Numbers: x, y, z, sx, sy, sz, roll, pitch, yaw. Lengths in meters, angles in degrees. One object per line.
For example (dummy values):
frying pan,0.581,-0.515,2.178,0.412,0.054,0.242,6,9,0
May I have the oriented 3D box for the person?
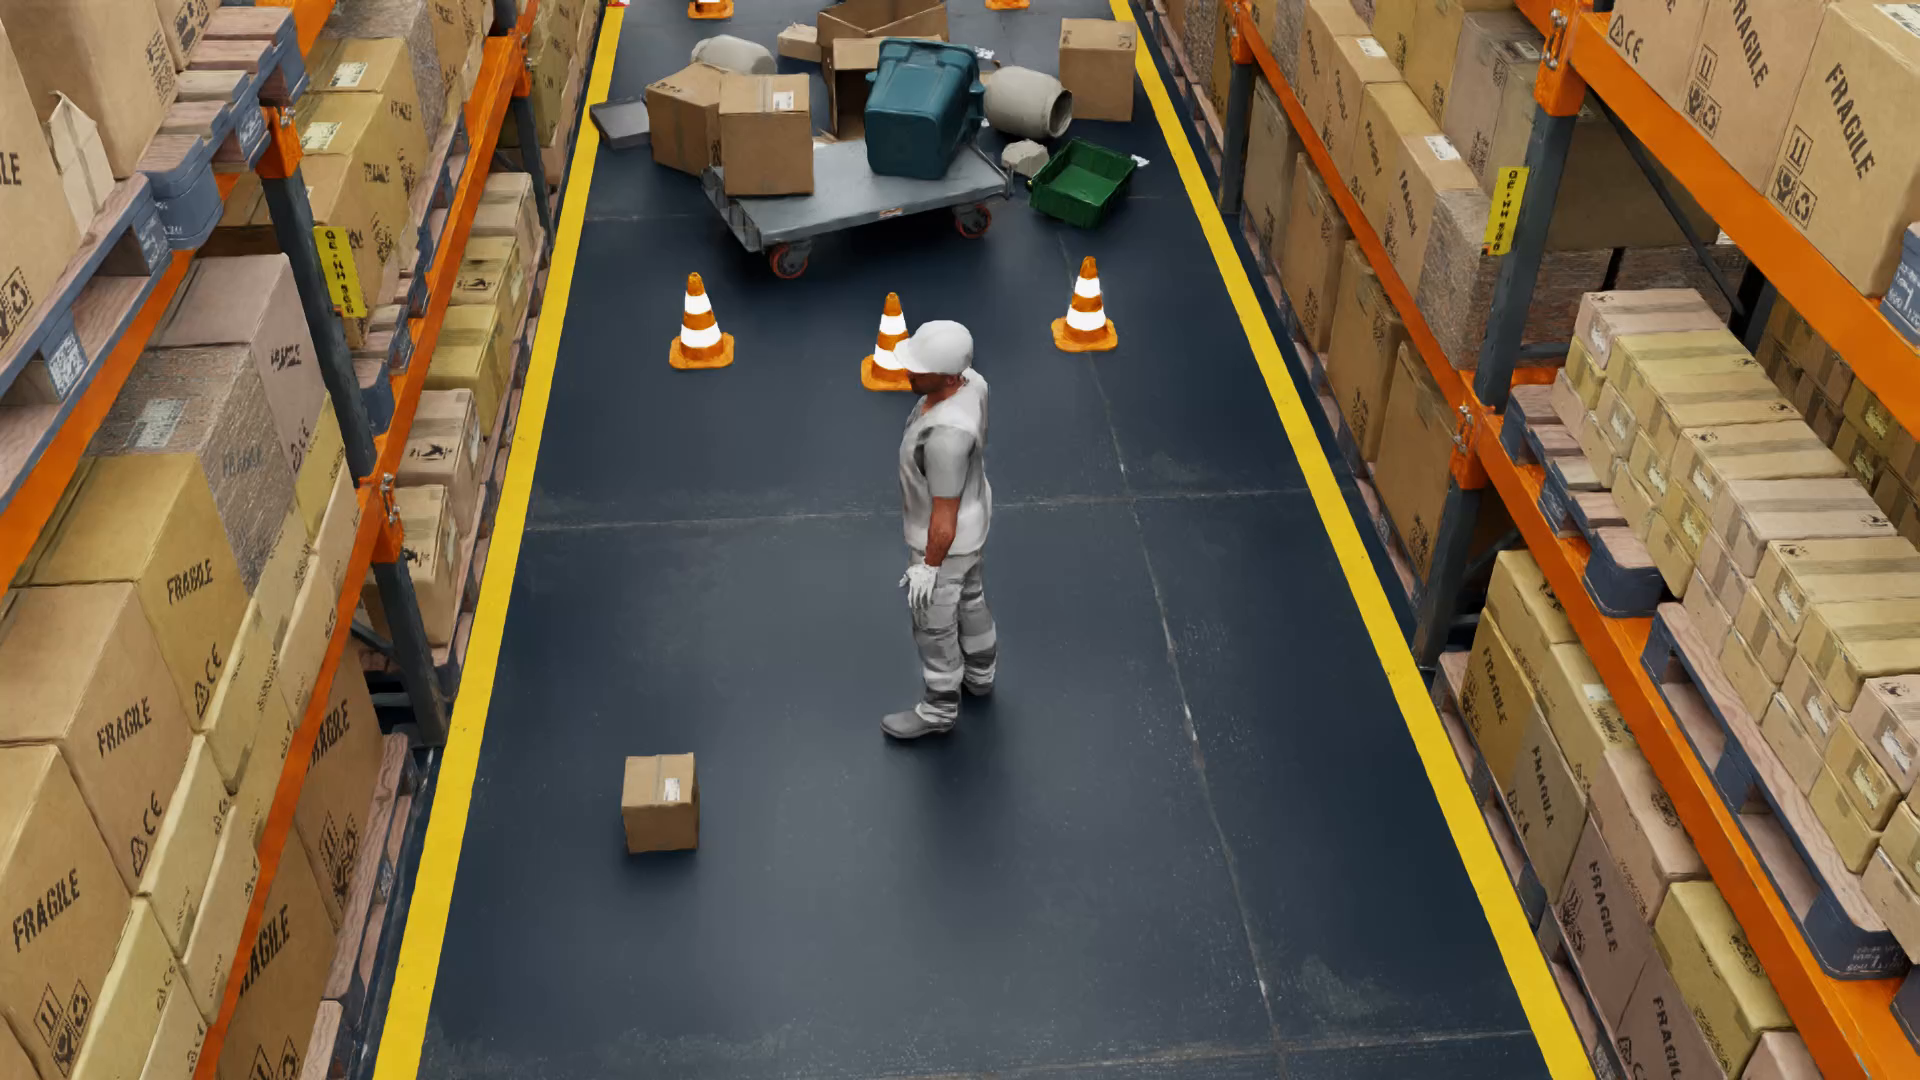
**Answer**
person,-0.080,-0.028,6.124,0.414,1.791,0.622,7,39,8
